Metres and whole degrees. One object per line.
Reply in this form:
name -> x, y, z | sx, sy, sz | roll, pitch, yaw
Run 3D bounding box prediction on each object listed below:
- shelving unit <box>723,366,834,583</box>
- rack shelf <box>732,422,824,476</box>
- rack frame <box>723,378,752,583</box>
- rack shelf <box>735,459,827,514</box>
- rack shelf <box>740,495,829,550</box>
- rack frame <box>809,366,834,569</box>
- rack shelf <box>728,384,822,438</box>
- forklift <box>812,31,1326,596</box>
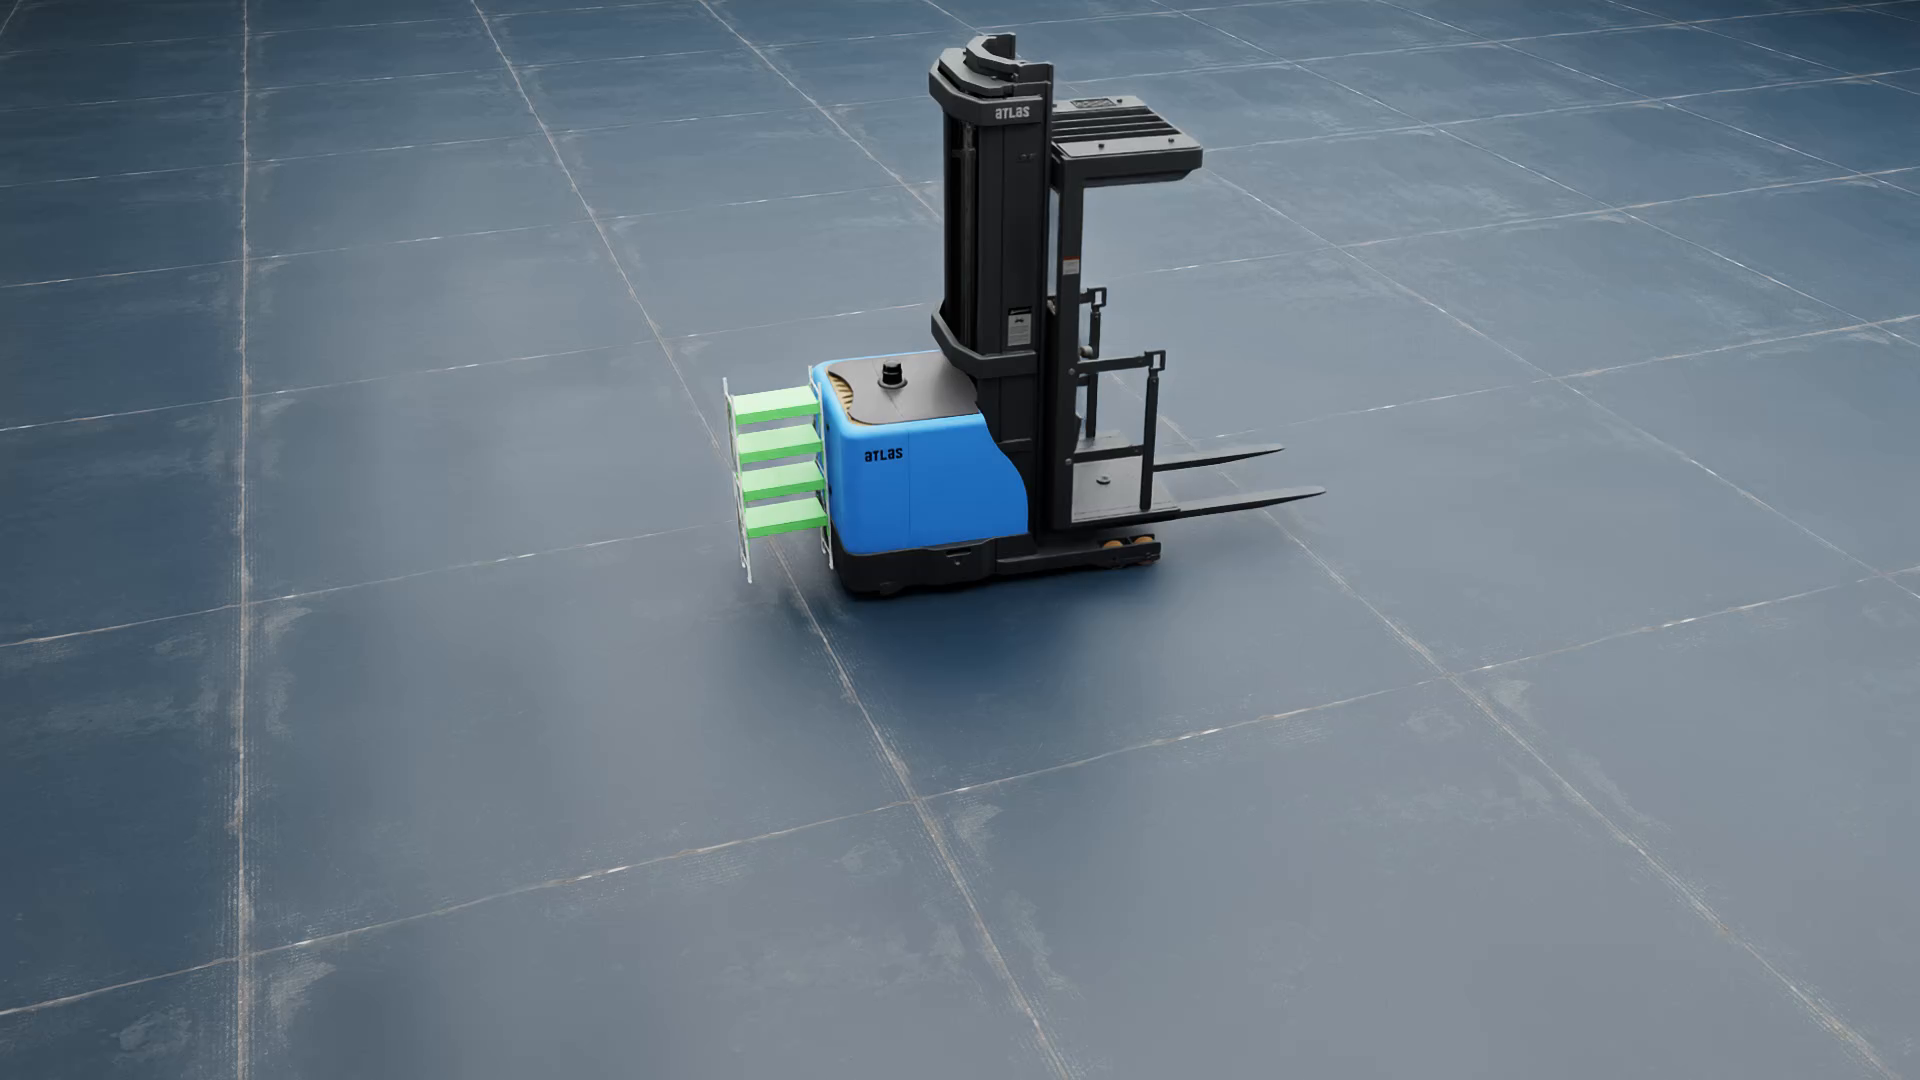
shelving unit -> -1.032, -0.366, 9.520 | 0.503, 1.200, 0.258 | -10, 31, -14
rack shelf -> -1.035, -0.518, 9.431 | 0.480, 0.148, 0.258 | -10, 31, -14
rack frame -> -1.265, -0.326, 9.459 | 0.015, 1.200, 0.240 | -10, 31, -14
rack shelf -> -1.030, -0.311, 9.552 | 0.480, 0.148, 0.258 | -10, 31, -14
rack shelf -> -1.025, -0.103, 9.672 | 0.480, 0.148, 0.258 | -10, 31, -14
rack frame -> -0.799, -0.406, 9.580 | 0.015, 1.200, 0.240 | -10, 31, -14
rack shelf -> -1.040, -0.726, 9.311 | 0.480, 0.148, 0.258 | -10, 31, -14
forklift -> 0.696, -1.346, 9.502 | 3.031, 2.935, 1.130 | -7, 31, -13
